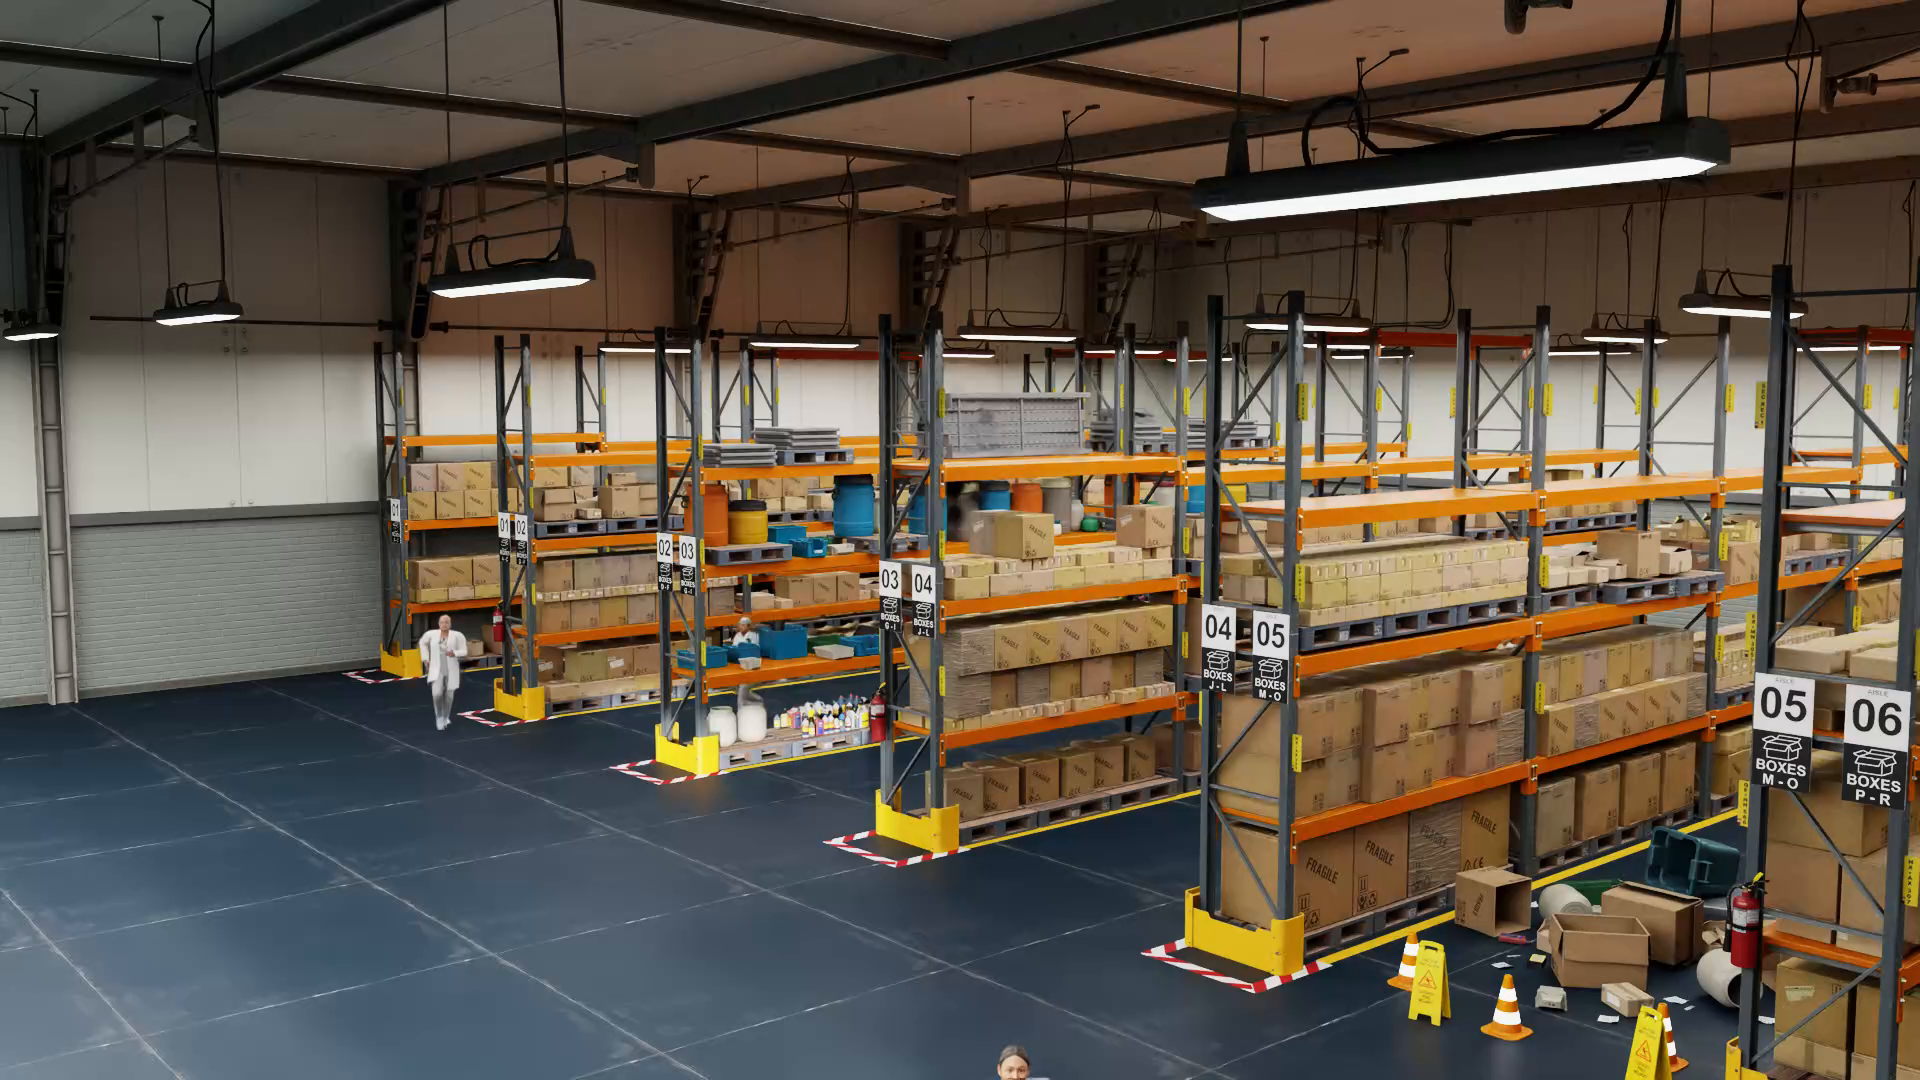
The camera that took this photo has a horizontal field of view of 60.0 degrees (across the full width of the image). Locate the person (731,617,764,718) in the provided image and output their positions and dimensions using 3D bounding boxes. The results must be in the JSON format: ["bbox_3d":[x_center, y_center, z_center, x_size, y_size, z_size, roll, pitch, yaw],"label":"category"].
[{"bbox_3d":[-3.285,2.008,25.576,0.608,1.662,0.903,4,6,35],"label":"person"}]

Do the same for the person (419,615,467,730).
[{"bbox_3d":[-7.800,1.999,25.139,0.685,1.749,0.823,-2,5,-18],"label":"person"}]

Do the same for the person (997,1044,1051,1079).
[{"bbox_3d":[0.282,3.536,9.076,0.628,1.654,0.936,0,5,-2],"label":"person"}]

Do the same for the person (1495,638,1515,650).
[{"bbox_3d":[8.022,2.096,24.314,0.785,1.705,0.608,-3,6,-33],"label":"person"}]
